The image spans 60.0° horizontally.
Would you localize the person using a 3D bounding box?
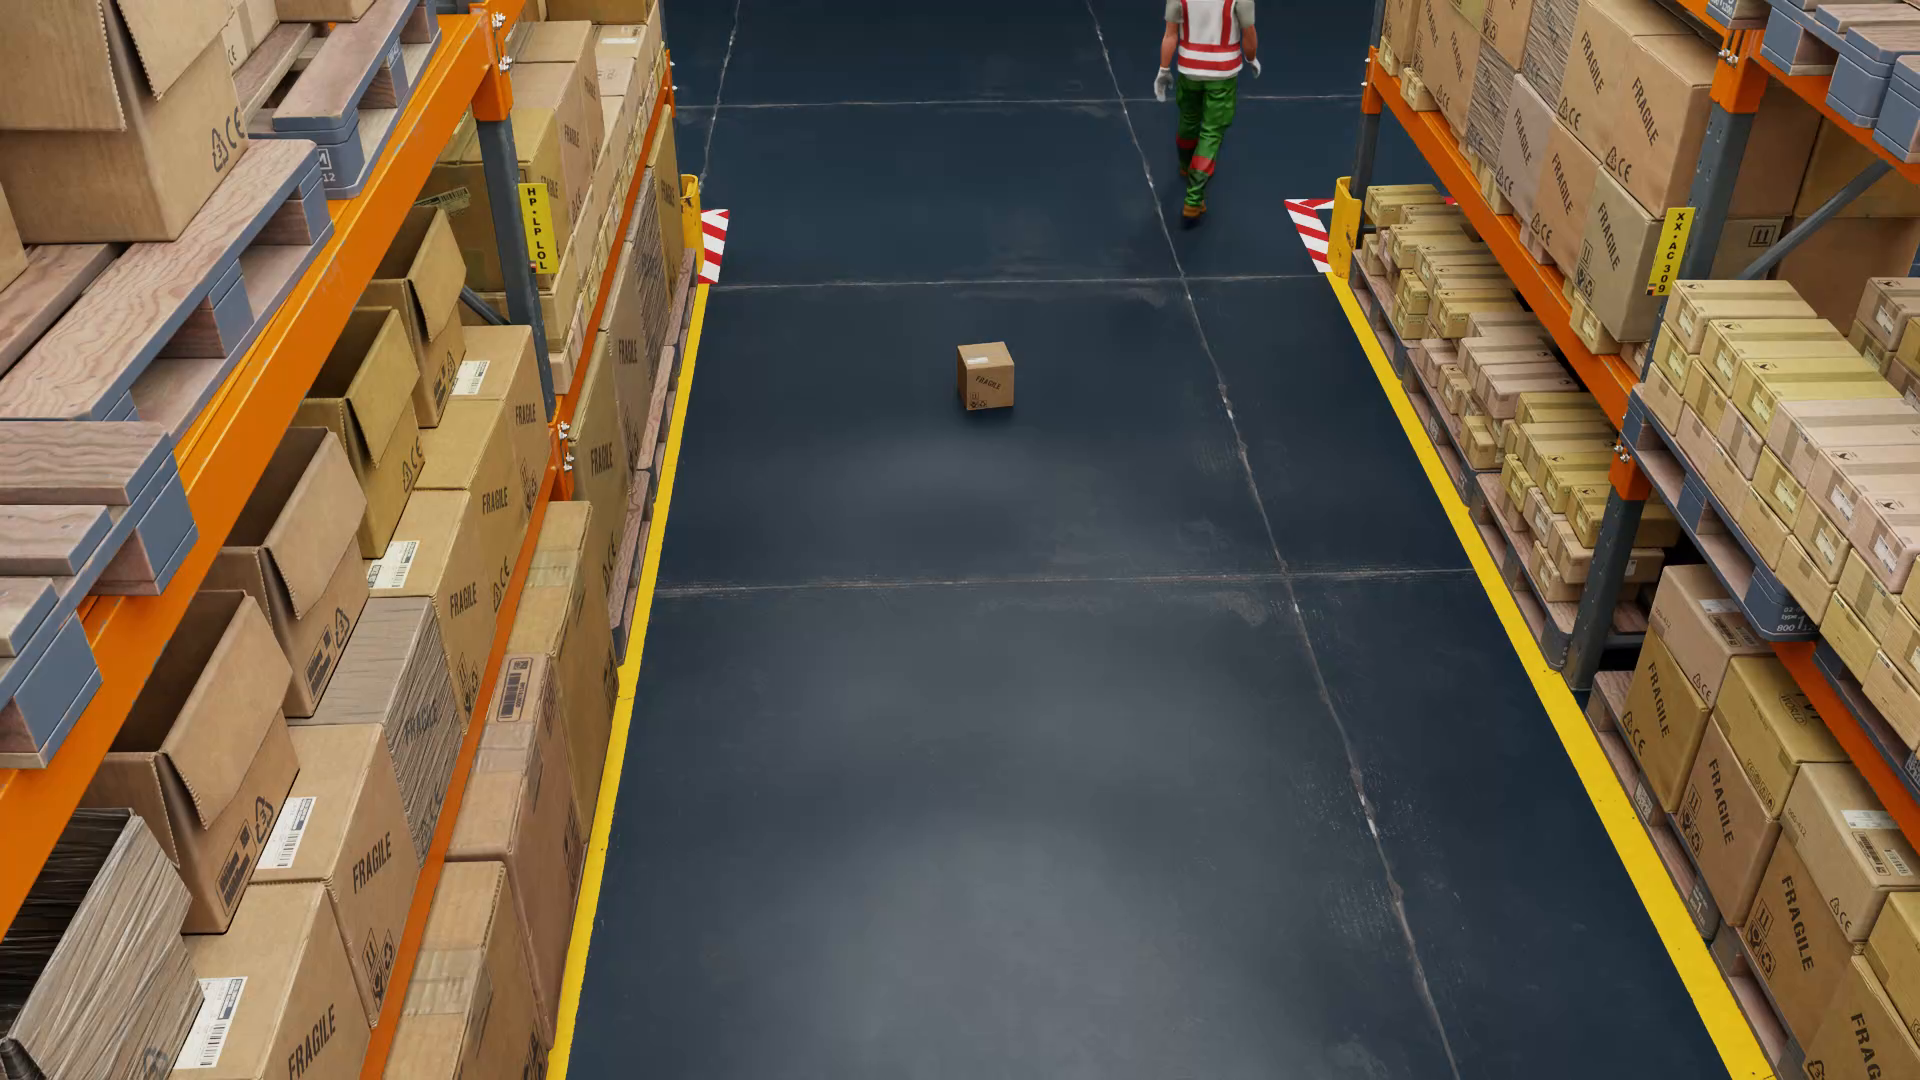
[{"bbox_3d":[1.567,-2.971,10.387,0.580,1.729,1.061,15,38,20],"label":"person"}]
